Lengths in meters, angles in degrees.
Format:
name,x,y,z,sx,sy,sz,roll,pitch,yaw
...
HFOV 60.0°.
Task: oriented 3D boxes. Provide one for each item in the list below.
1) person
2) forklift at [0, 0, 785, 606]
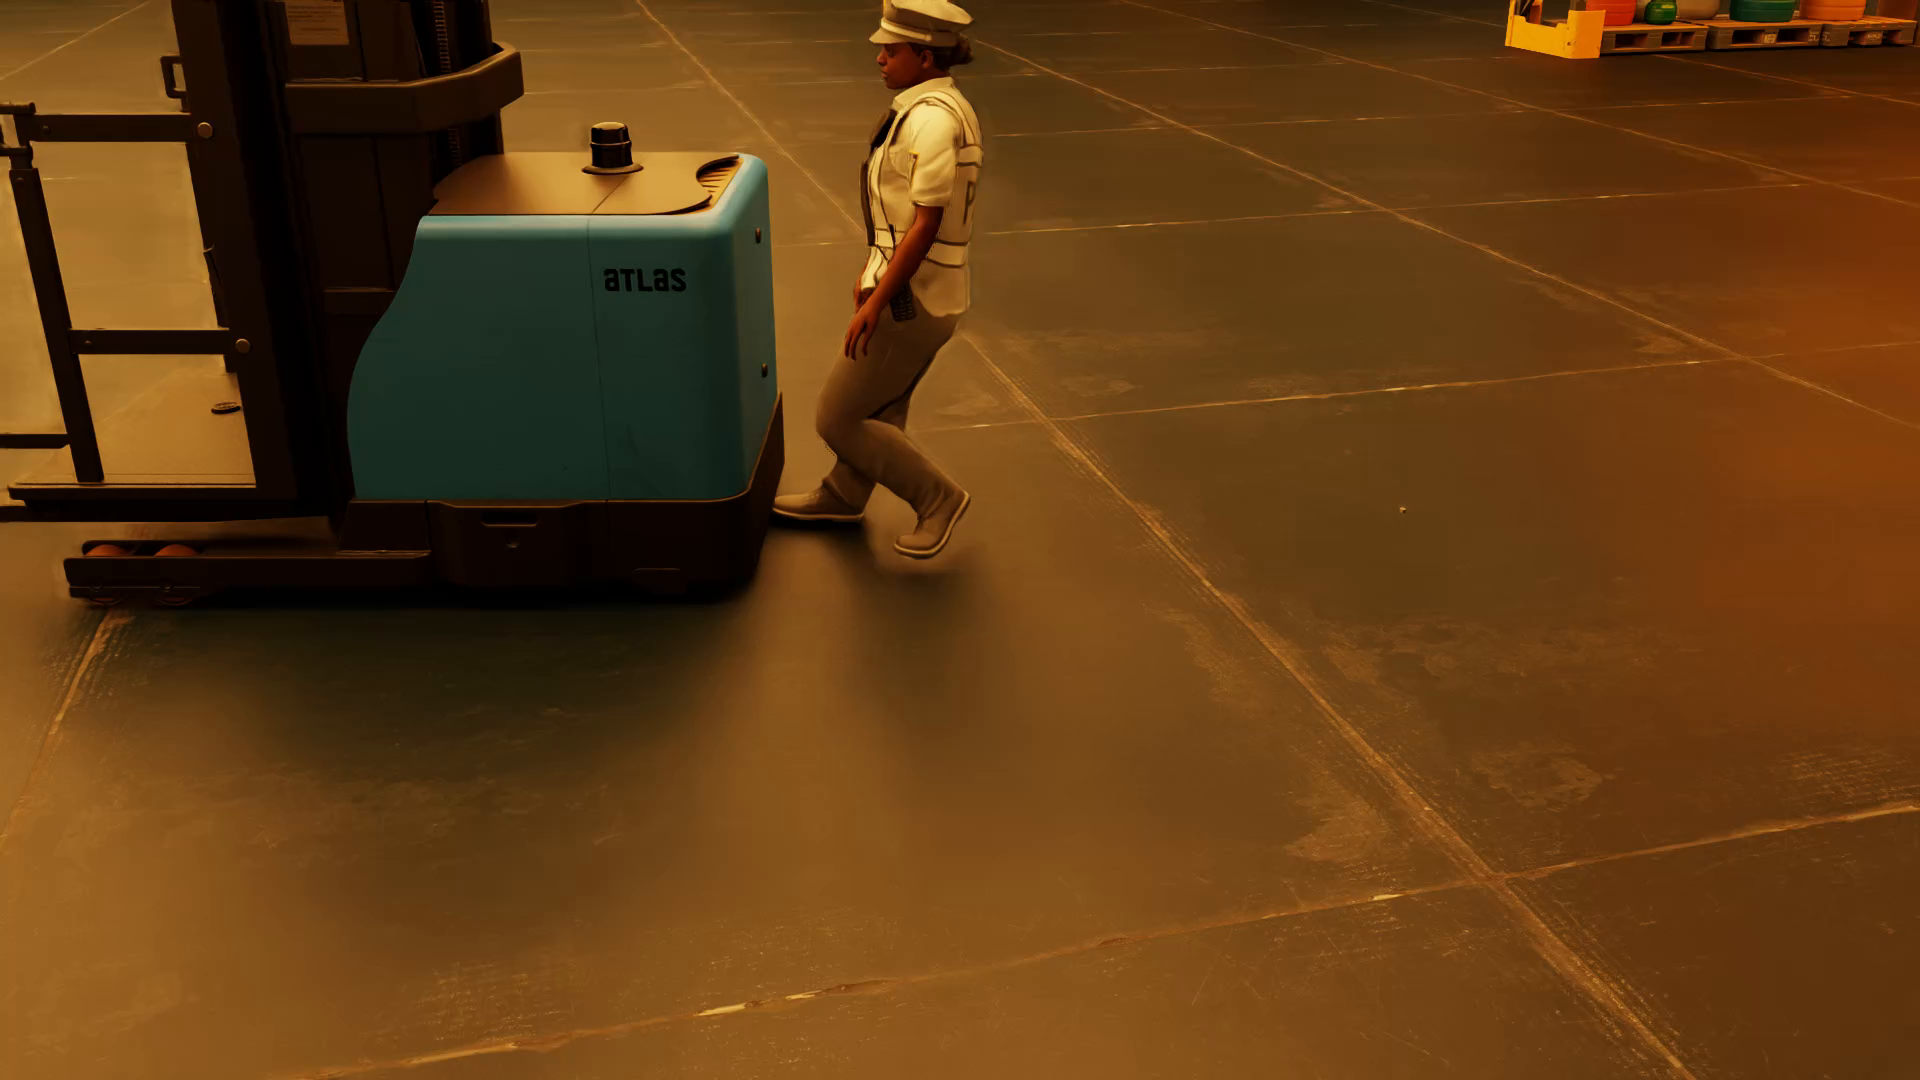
name,x,y,z,sx,sy,sz,roll,pitch,yaw
person,-0.272,-0.700,4.642,0.669,1.604,0.630,1,23,3
forklift,-2.092,-1.372,4.535,3.031,2.935,1.130,0,23,0
